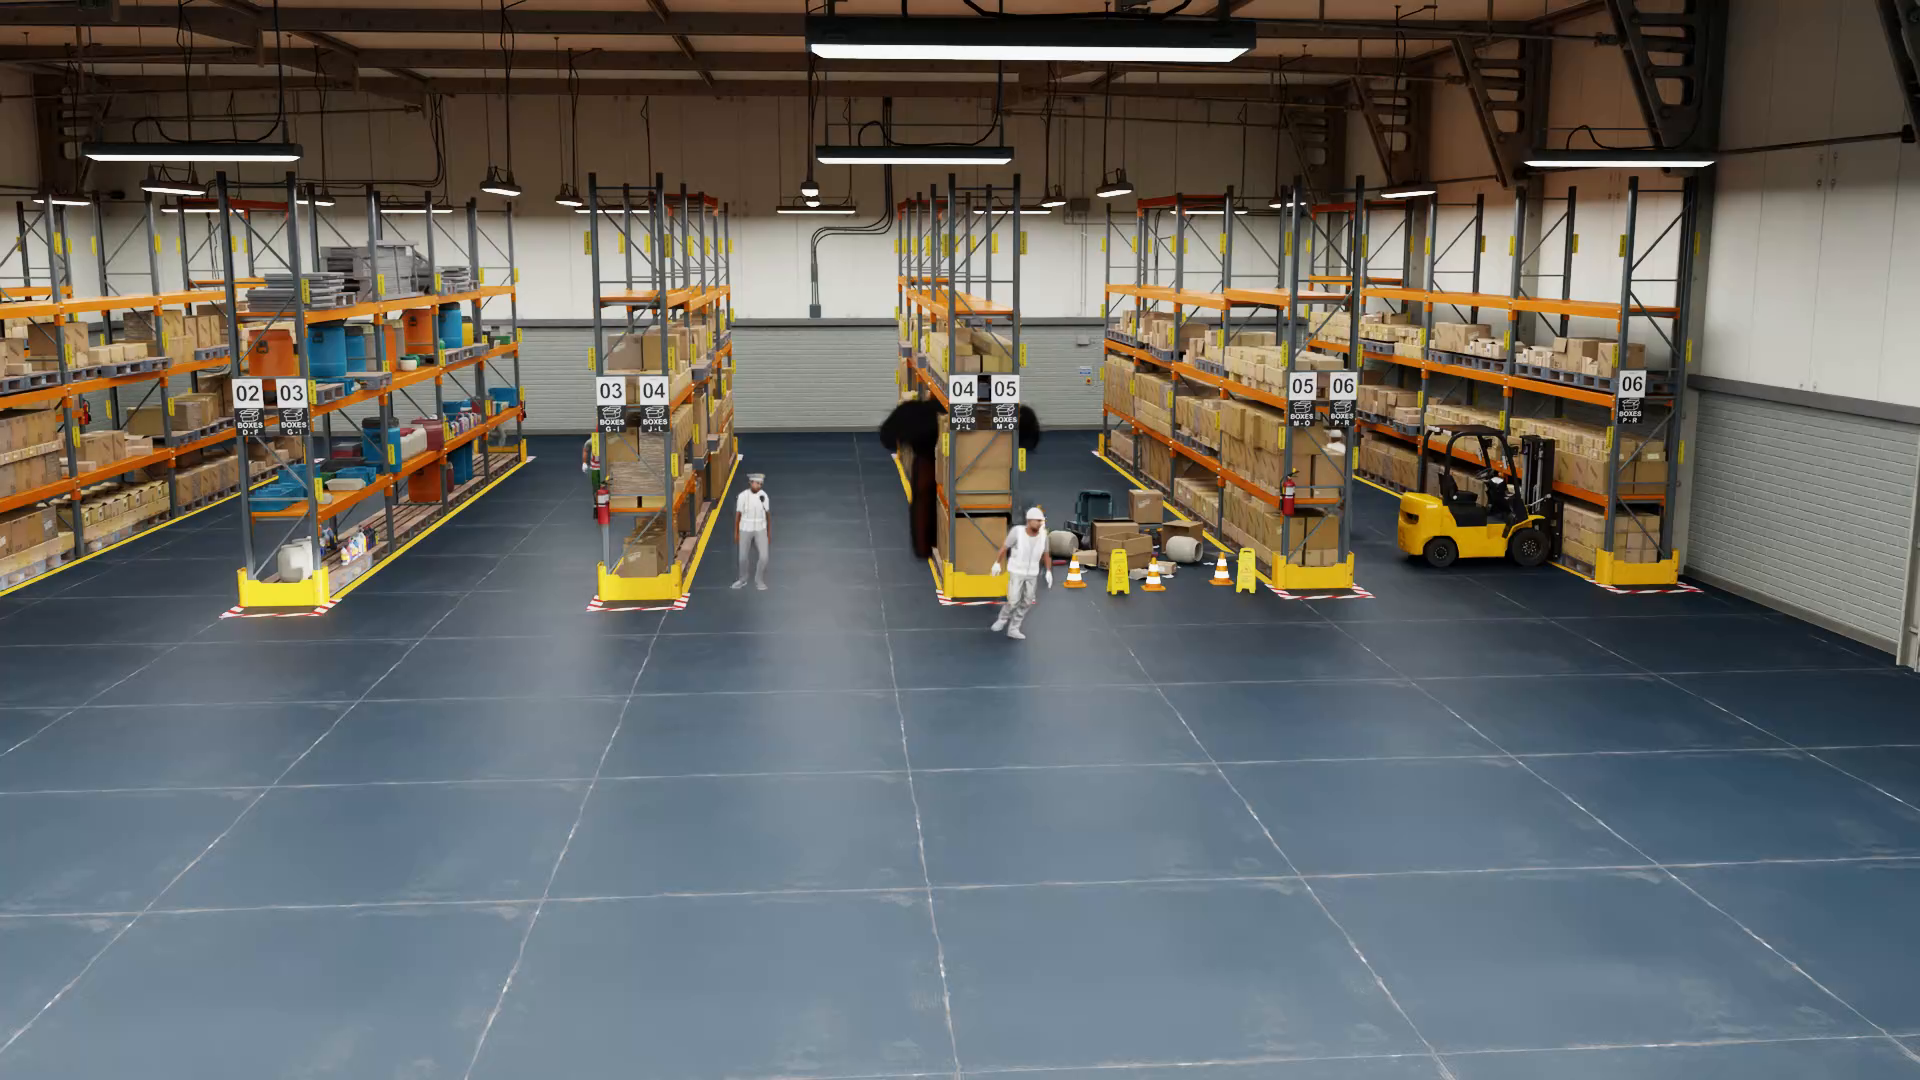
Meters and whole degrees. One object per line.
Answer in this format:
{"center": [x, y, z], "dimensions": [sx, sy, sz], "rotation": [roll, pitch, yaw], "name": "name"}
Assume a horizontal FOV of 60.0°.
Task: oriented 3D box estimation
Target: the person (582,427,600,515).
{"center": [-6.778, -1.335, 31.370], "dimensions": [0.668, 1.710, 0.716], "rotation": [-3, 11, -18], "name": "person"}

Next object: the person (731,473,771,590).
{"center": [-2.917, -0.128, 23.126], "dimensions": [0.551, 1.635, 0.496], "rotation": [-3, 10, -16], "name": "person"}

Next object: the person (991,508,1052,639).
{"center": [0.798, 0.426, 21.319], "dimensions": [0.711, 1.731, 0.620], "rotation": [-4, 11, -23], "name": "person"}

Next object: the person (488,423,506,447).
{"center": [-11.346, -2.852, 40.257], "dimensions": [0.839, 1.599, 0.632], "rotation": [3, 10, 17], "name": "person"}

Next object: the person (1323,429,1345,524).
{"center": [6.801, -1.117, 30.019], "dimensions": [0.716, 1.754, 0.975], "rotation": [-2, 10, -10], "name": "person"}
